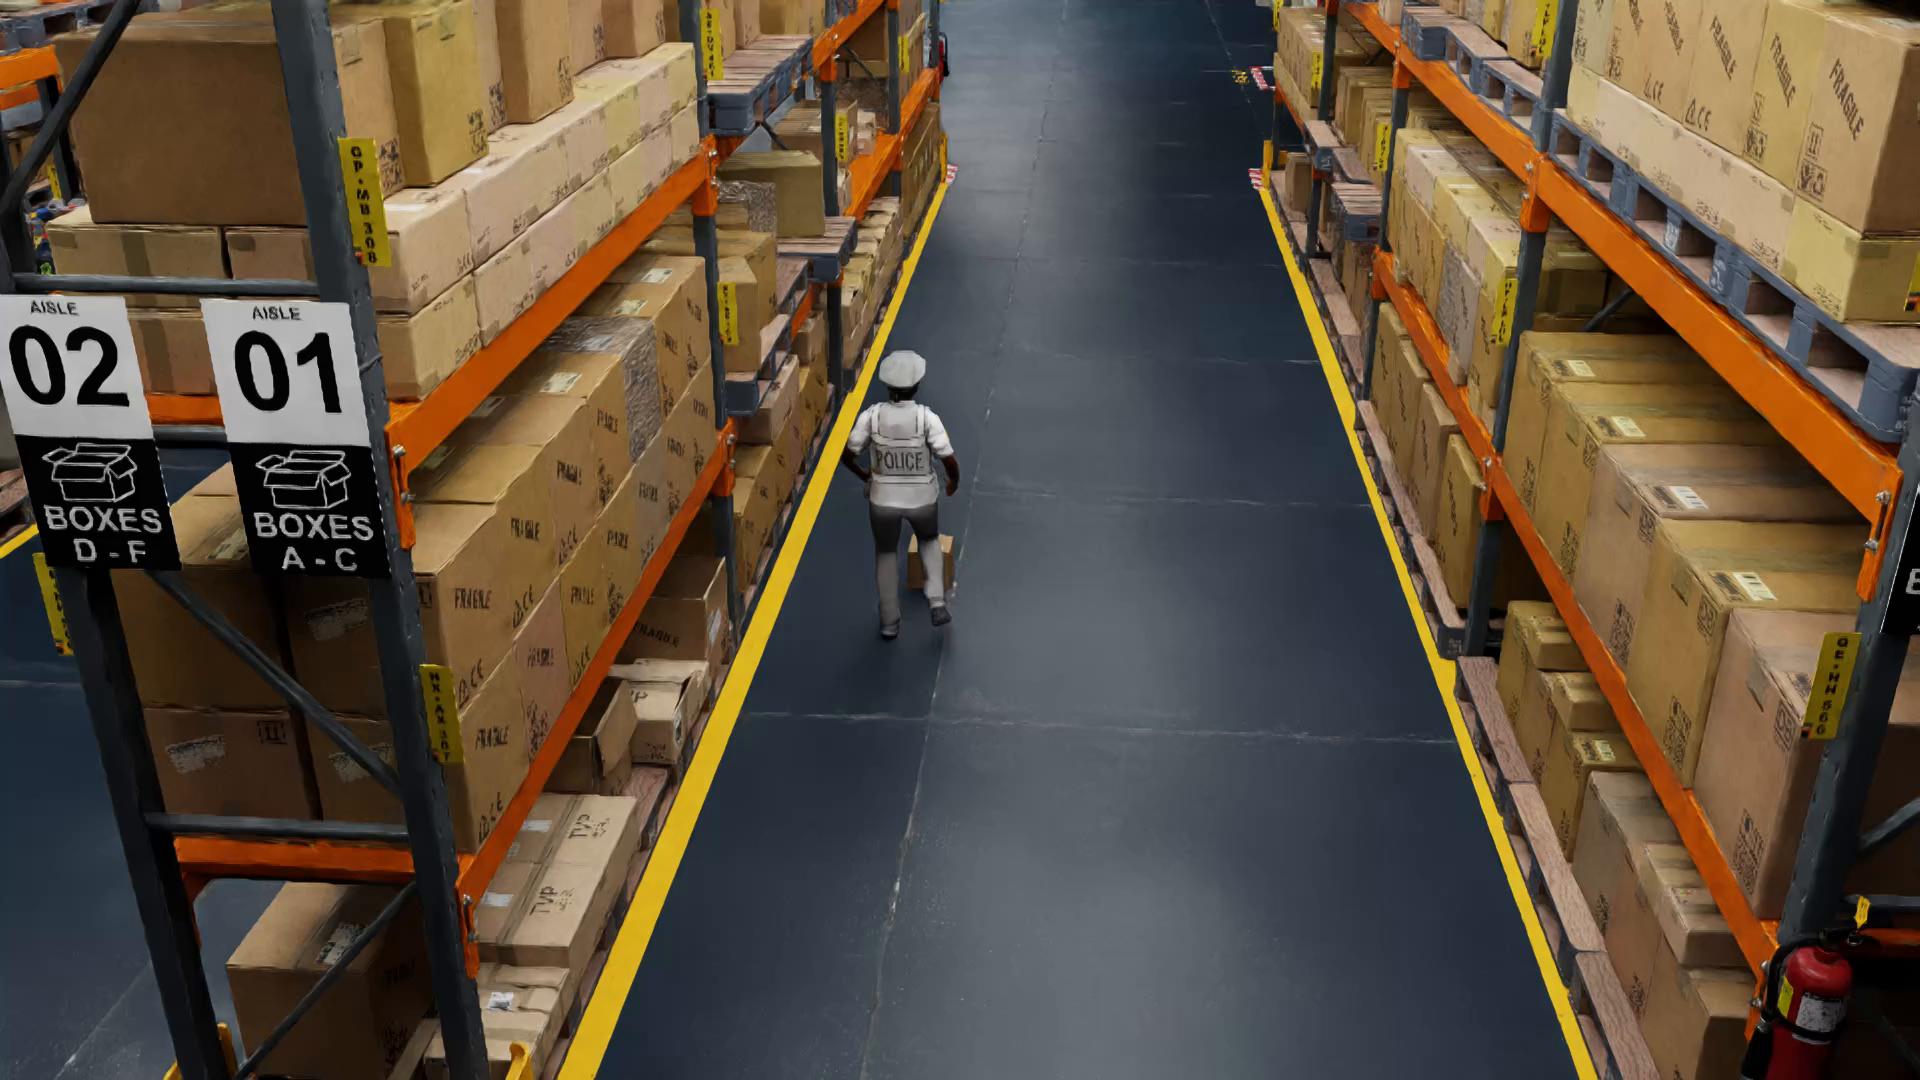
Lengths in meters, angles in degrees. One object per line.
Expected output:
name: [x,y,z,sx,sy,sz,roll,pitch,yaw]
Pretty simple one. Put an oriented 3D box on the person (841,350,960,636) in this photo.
person: [-0.324,-0.253,9.160,0.639,1.672,0.467,0,25,-1]
